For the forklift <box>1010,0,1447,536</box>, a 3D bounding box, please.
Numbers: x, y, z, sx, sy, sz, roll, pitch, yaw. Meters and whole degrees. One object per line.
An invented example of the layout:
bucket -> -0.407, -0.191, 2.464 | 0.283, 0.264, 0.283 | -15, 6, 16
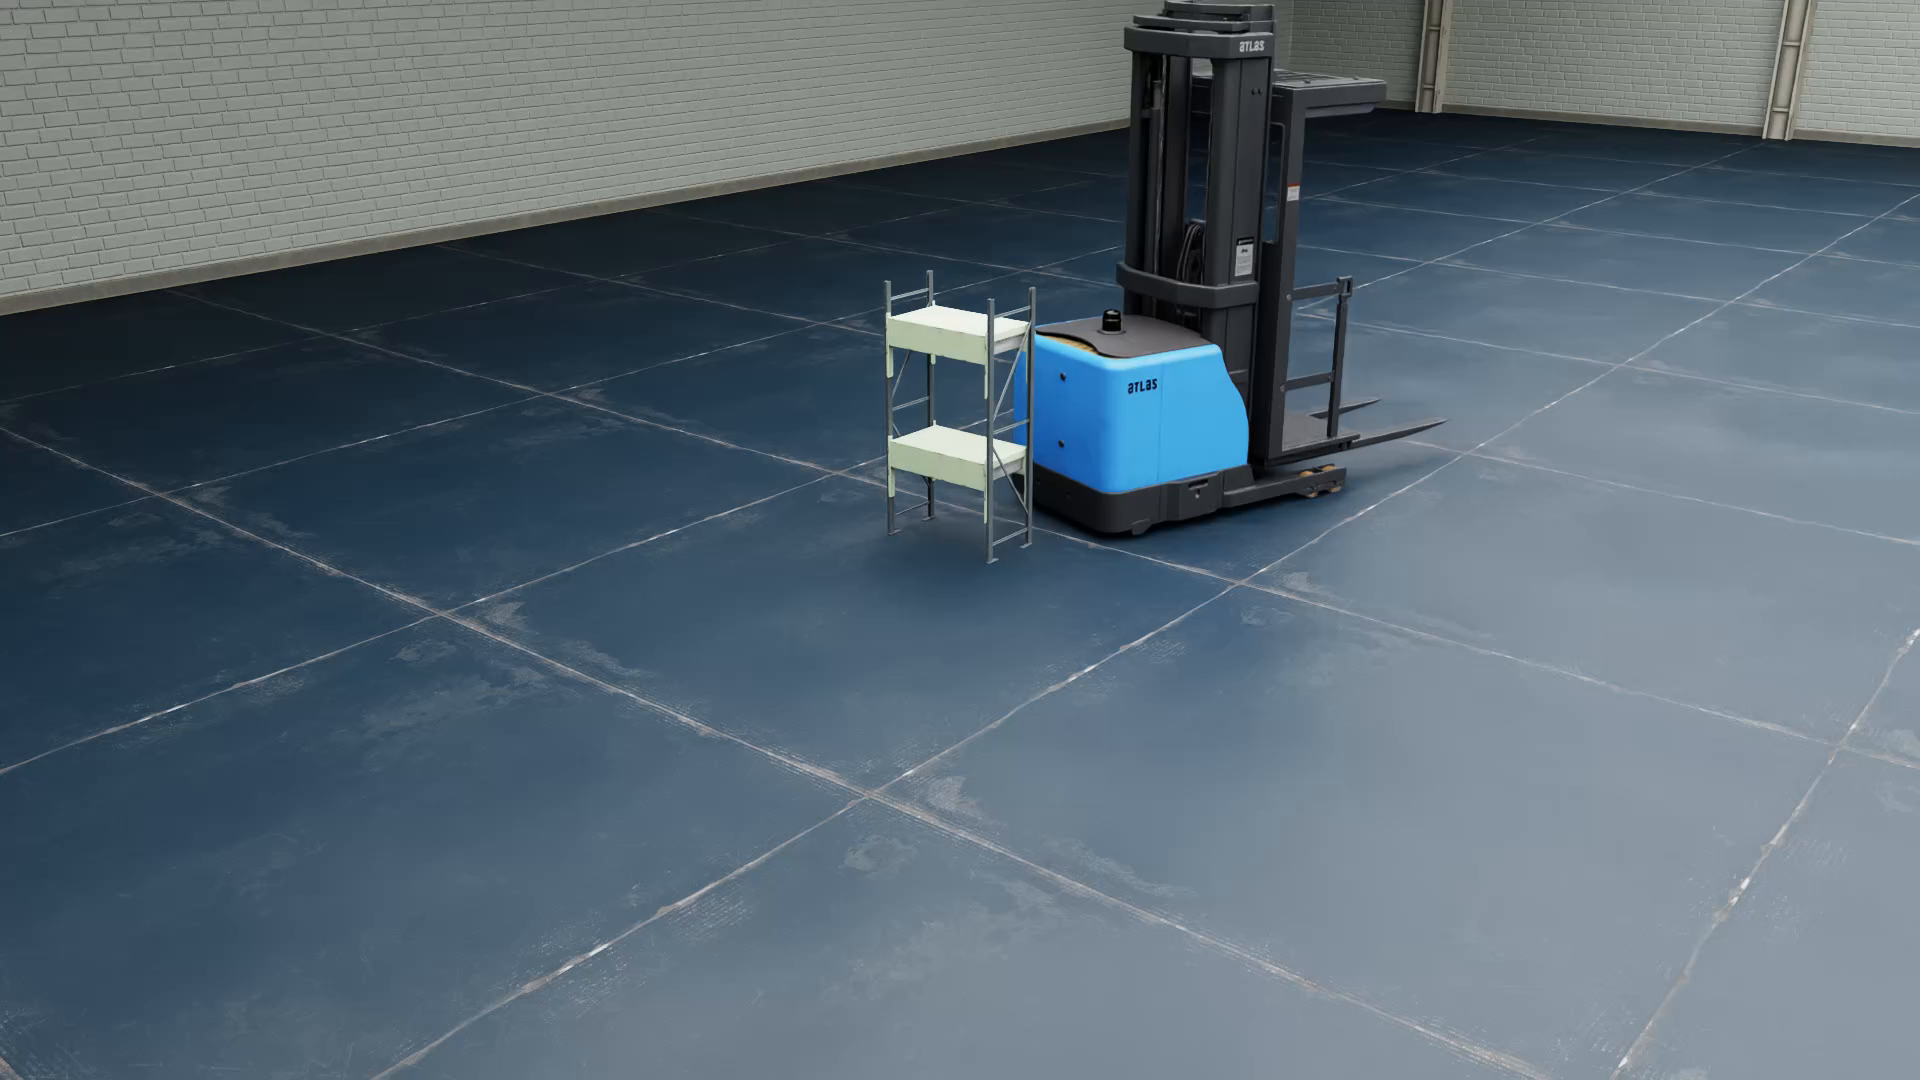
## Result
forklift -> 1.826, -1.776, 10.223 | 3.031, 2.935, 1.130 | -13, 24, -31

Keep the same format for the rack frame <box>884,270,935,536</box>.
rack frame -> -0.289, -0.785, 9.624 | 0.023, 1.500, 0.400 | 16, 26, 36

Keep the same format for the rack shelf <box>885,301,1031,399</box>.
rack shelf -> -0.005, -1.068, 9.270 | 0.720, 0.370, 0.431 | 16, 26, 36

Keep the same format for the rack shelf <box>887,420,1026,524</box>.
rack shelf -> -0.005, -0.398, 9.523 | 0.720, 0.370, 0.431 | 16, 26, 36

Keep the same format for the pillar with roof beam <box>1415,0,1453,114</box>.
pillar with roof beam -> 5.853, -10.870, 25.741 | 0.400, 9.000, 9.100 | 16, 26, 36

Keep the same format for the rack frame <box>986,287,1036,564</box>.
rack frame -> 0.278, -0.622, 9.191 | 0.023, 1.500, 0.400 | 16, 26, 36

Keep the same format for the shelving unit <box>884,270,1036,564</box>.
shelving unit -> -0.005, -0.703, 9.407 | 0.755, 1.500, 0.431 | 16, 26, 36

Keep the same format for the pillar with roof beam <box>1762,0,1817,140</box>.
pillar with roof beam -> 10.501, -9.532, 22.191 | 0.400, 9.000, 9.100 | 16, 26, 36
